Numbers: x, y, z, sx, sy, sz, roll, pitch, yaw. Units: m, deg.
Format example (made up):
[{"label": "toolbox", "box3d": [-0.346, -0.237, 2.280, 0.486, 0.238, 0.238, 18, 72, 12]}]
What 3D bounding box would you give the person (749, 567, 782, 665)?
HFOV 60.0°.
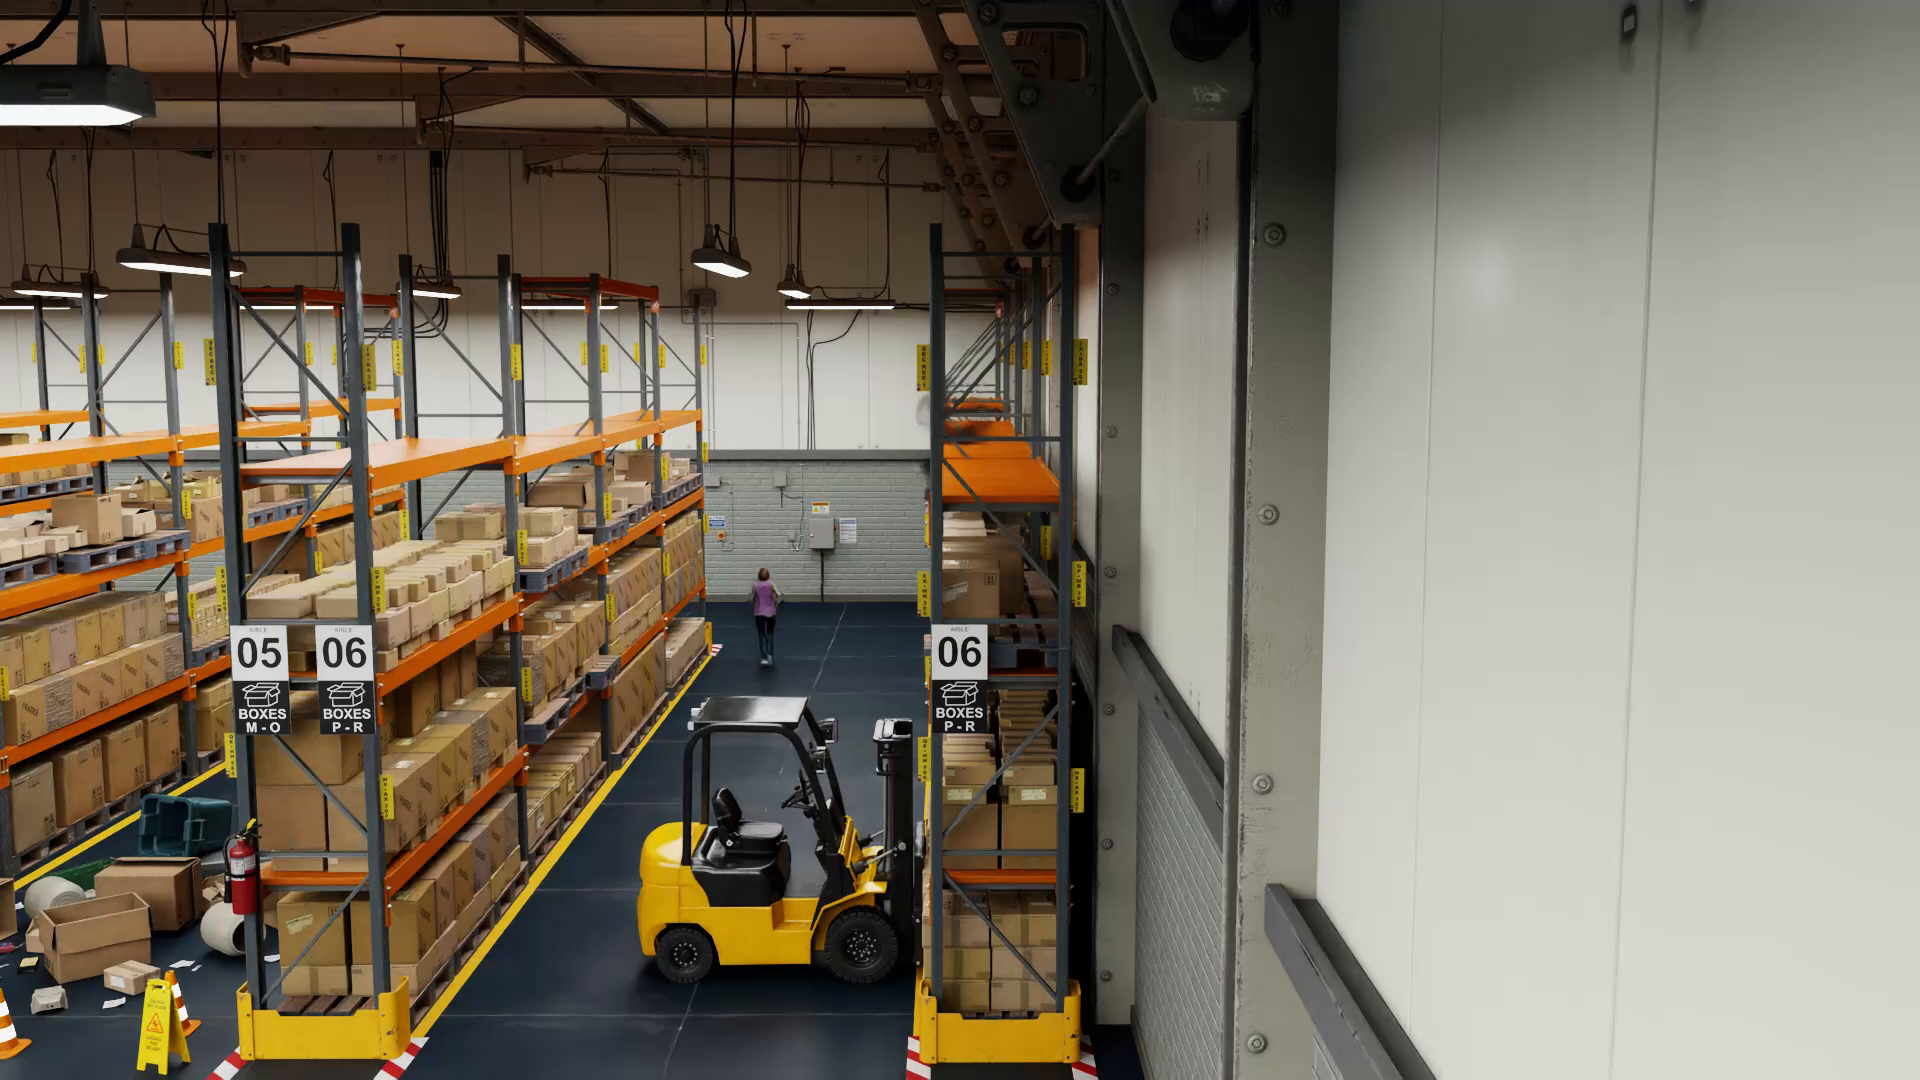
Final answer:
[{"label": "person", "box3d": [-3.143, 1.257, 26.877, 0.529, 1.646, 0.620, -1, 7, -10]}]
